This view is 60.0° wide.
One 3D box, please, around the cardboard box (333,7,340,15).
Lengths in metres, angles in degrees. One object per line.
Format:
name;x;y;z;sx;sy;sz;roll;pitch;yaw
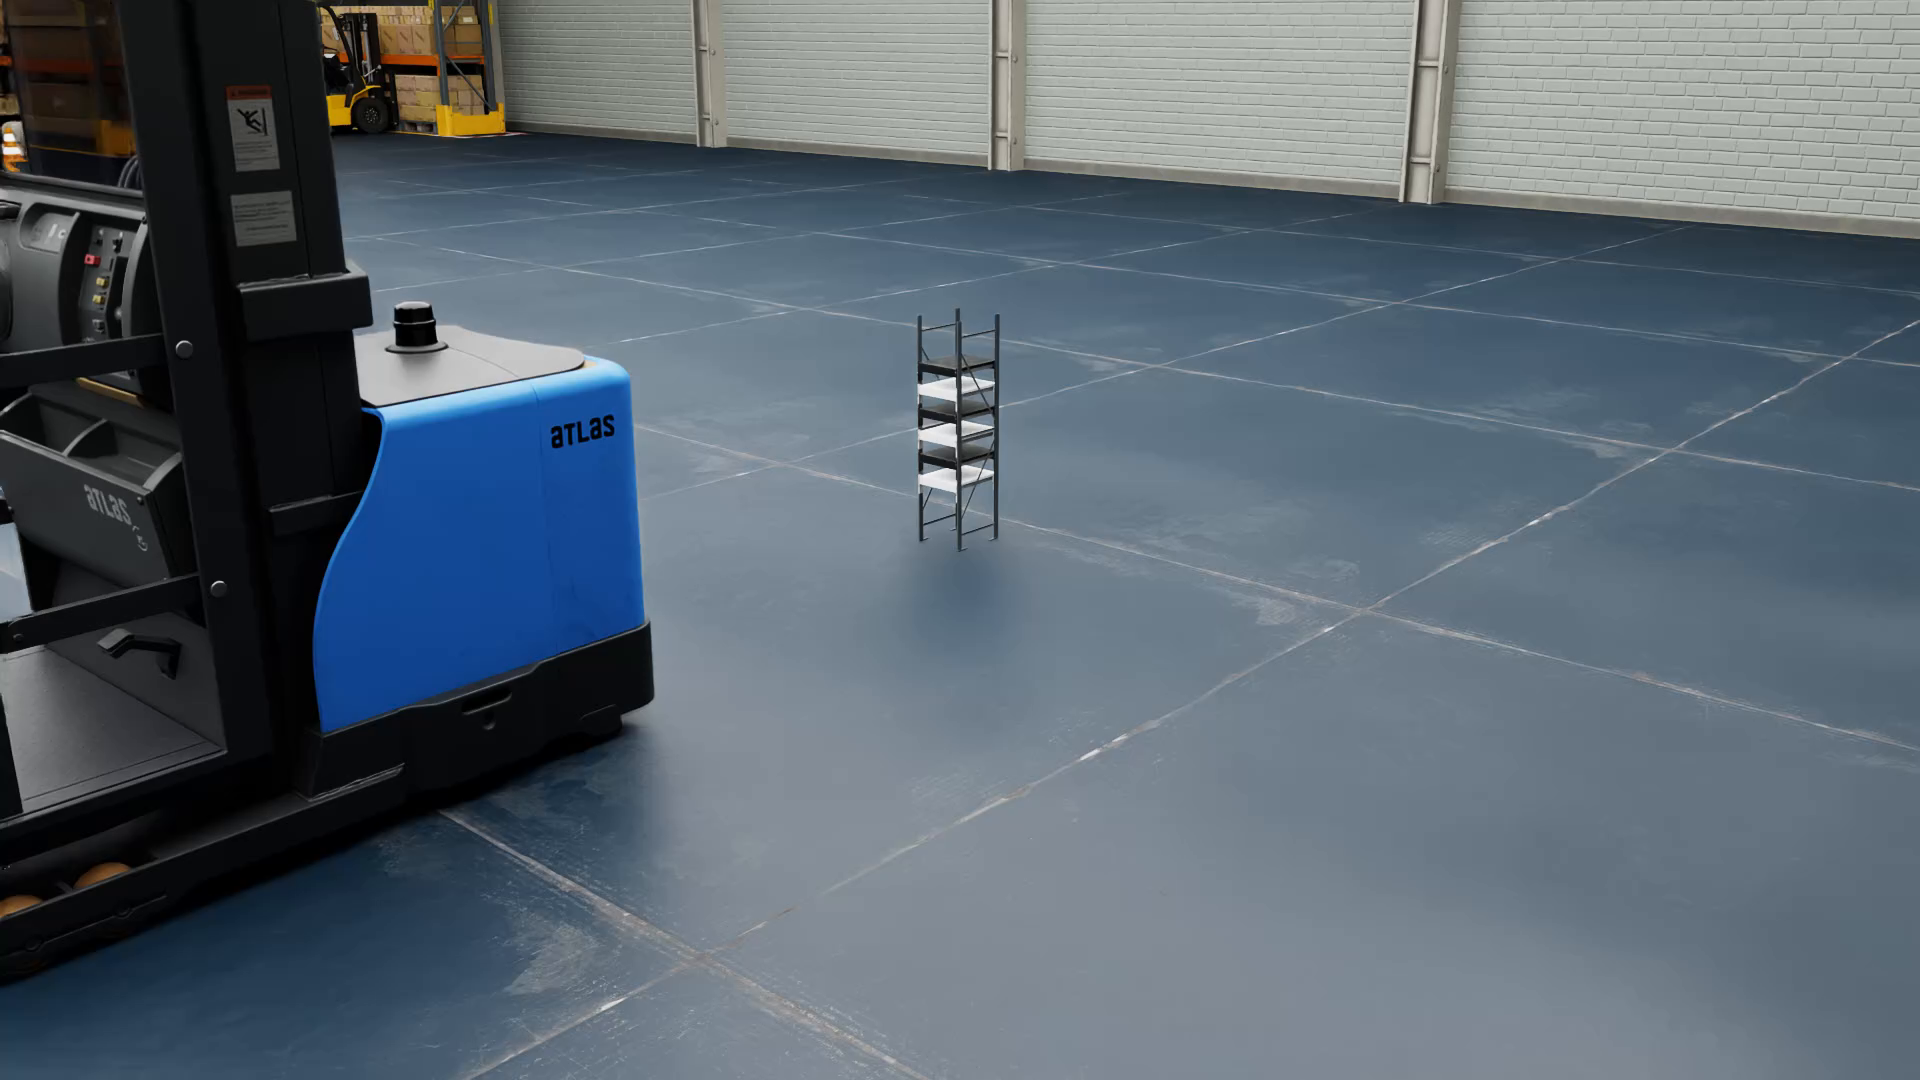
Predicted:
cardboard box;-11.117;-9.587;30.132;0.250;0.149;0.380;15;23;40

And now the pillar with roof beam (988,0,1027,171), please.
pillar with roof beam;-2.238;-8.264;17.776;0.400;9.000;9.100;15;23;39

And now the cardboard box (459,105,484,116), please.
cardboard box;-8.671;-7.477;29.064;0.500;0.250;0.500;15;23;39

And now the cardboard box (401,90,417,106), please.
cardboard box;-9.373;-7.702;28.948;0.500;0.250;0.500;15;23;39

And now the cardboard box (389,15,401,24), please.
cardboard box;-9.652;-9.013;28.816;0.250;0.149;0.380;14;22;38

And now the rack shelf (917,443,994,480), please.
rack shelf;-0.006;-0.313;6.518;0.200;0.077;0.258;15;23;39

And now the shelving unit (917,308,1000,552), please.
shelving unit;-0.006;-0.431;6.481;0.210;0.900;0.258;15;23;39

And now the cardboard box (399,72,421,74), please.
cardboard box;-9.789;-8.257;29.868;0.500;0.250;0.500;14;23;38

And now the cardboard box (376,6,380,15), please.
cardboard box;-9.993;-9.274;29.146;0.250;0.149;0.380;15;23;40

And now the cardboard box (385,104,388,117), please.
cardboard box;-10.132;-7.661;29.643;0.500;0.250;0.500;16;24;41

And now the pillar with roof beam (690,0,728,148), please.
pillar with roof beam;-6.726;-9.469;21.572;0.400;9.000;9.100;15;23;39

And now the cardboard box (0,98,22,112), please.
cardboard box;-16.172;-7.459;28.806;0.625;0.372;0.950;16;24;41

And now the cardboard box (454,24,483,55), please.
cardboard box;-8.620;-8.654;28.757;0.500;0.500;0.500;16;24;41

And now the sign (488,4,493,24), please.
sign;-8.061;-9.019;28.510;0.005;0.325;0.100;15;23;39

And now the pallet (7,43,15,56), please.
pallet;-15.192;-8.219;27.867;1.213;0.211;1.003;15;23;39

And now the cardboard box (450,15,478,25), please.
cardboard box;-8.515;-8.928;28.547;0.250;0.149;0.380;14;23;38

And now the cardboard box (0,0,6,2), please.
cardboard box;-15.737;-9.000;27.587;0.250;0.149;0.380;14;22;38

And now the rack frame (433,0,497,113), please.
rack frame;-8.434;-8.444;28.261;0.127;3.000;1.000;15;23;39

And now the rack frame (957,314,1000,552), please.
rack frame;0.070;-0.410;6.416;0.006;0.900;0.240;15;23;39

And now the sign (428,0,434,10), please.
sign;-8.804;-8.989;27.672;0.005;0.325;0.100;15;23;39

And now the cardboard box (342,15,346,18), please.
cardboard box;-10.818;-9.317;29.773;0.250;0.149;0.380;16;23;40

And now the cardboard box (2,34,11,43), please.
cardboard box;-15.688;-8.346;27.671;0.250;0.149;0.380;15;23;38

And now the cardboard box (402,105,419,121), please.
cardboard box;-9.360;-7.459;29.007;0.500;0.250;0.500;15;23;39

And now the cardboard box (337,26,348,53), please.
cardboard box;-10.866;-9.046;29.992;0.500;0.500;0.500;16;23;40

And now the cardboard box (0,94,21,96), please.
cardboard box;-17.293;-7.759;29.751;0.625;0.372;0.950;13;22;36

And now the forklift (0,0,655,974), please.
forklift;-2.245;-0.622;3.728;1.130;2.935;3.031;15;23;39

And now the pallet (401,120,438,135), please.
pallet;-9.033;-7.259;29.137;1.213;0.211;1.003;15;23;39

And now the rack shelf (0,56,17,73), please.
rack shelf;-16.213;-8.182;28.625;4.000;0.370;1.077;15;23;39

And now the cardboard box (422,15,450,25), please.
cardboard box;-8.879;-8.807;28.167;0.250;0.149;0.380;15;23;40

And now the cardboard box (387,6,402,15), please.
cardboard box;-9.666;-9.150;28.756;0.250;0.149;0.380;16;23;41

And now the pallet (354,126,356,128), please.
pallet;-10.858;-7.749;30.681;1.213;0.211;1.003;15;23;39

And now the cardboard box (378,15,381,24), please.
cardboard box;-9.982;-9.130;29.184;0.250;0.149;0.380;15;23;39

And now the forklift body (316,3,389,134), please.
forklift body;-11.063;-8.008;28.289;1.214;2.155;2.313;15;23;39

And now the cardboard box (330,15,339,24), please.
cardboard box;-11.167;-9.429;30.127;0.250;0.149;0.380;16;23;41

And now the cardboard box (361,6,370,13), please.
cardboard box;-10.368;-9.374;29.462;0.250;0.149;0.380;15;23;39

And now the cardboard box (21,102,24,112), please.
cardboard box;-15.111;-7.176;27.915;0.625;0.372;0.950;15;23;40

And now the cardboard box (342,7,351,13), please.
cardboard box;-10.807;-9.459;29.728;0.250;0.149;0.380;16;23;40

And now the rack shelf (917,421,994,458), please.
rack shelf;-0.006;-0.399;6.491;0.200;0.077;0.258;15;23;39

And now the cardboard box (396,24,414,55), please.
cardboard box;-9.358;-8.638;28.705;0.500;0.500;0.500;16;24;41

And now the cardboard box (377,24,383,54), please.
cardboard box;-10.125;-8.839;29.339;0.500;0.500;0.500;15;23;40

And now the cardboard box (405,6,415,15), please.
cardboard box;-9.260;-9.056;28.459;0.250;0.149;0.380;16;23;40

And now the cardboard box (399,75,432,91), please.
cardboard box;-9.371;-7.934;28.850;0.500;0.250;0.500;16;23;40

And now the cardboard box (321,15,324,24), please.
cardboard box;-11.828;-9.623;30.736;0.250;0.149;0.380;16;24;41

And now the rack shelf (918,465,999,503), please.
rack shelf;-0.006;-0.227;6.545;0.200;0.077;0.258;15;23;39

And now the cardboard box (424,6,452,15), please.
cardboard box;-8.841;-8.967;28.179;0.250;0.149;0.380;15;23;39

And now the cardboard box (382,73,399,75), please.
cardboard box;-10.129;-8.136;29.488;0.500;0.250;0.500;14;23;38

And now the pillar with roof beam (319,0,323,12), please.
pillar with roof beam;-15.701;-11.878;29.164;0.400;9.000;9.100;15;23;39

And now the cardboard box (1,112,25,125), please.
cardboard box;-14.819;-6.411;25.981;0.500;0.500;0.500;-3;18;-8

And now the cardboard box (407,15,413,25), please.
cardboard box;-9.243;-8.918;28.516;0.250;0.149;0.380;16;23;40

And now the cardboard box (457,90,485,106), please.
cardboard box;-8.647;-7.714;28.983;0.500;0.250;0.500;16;23;40
